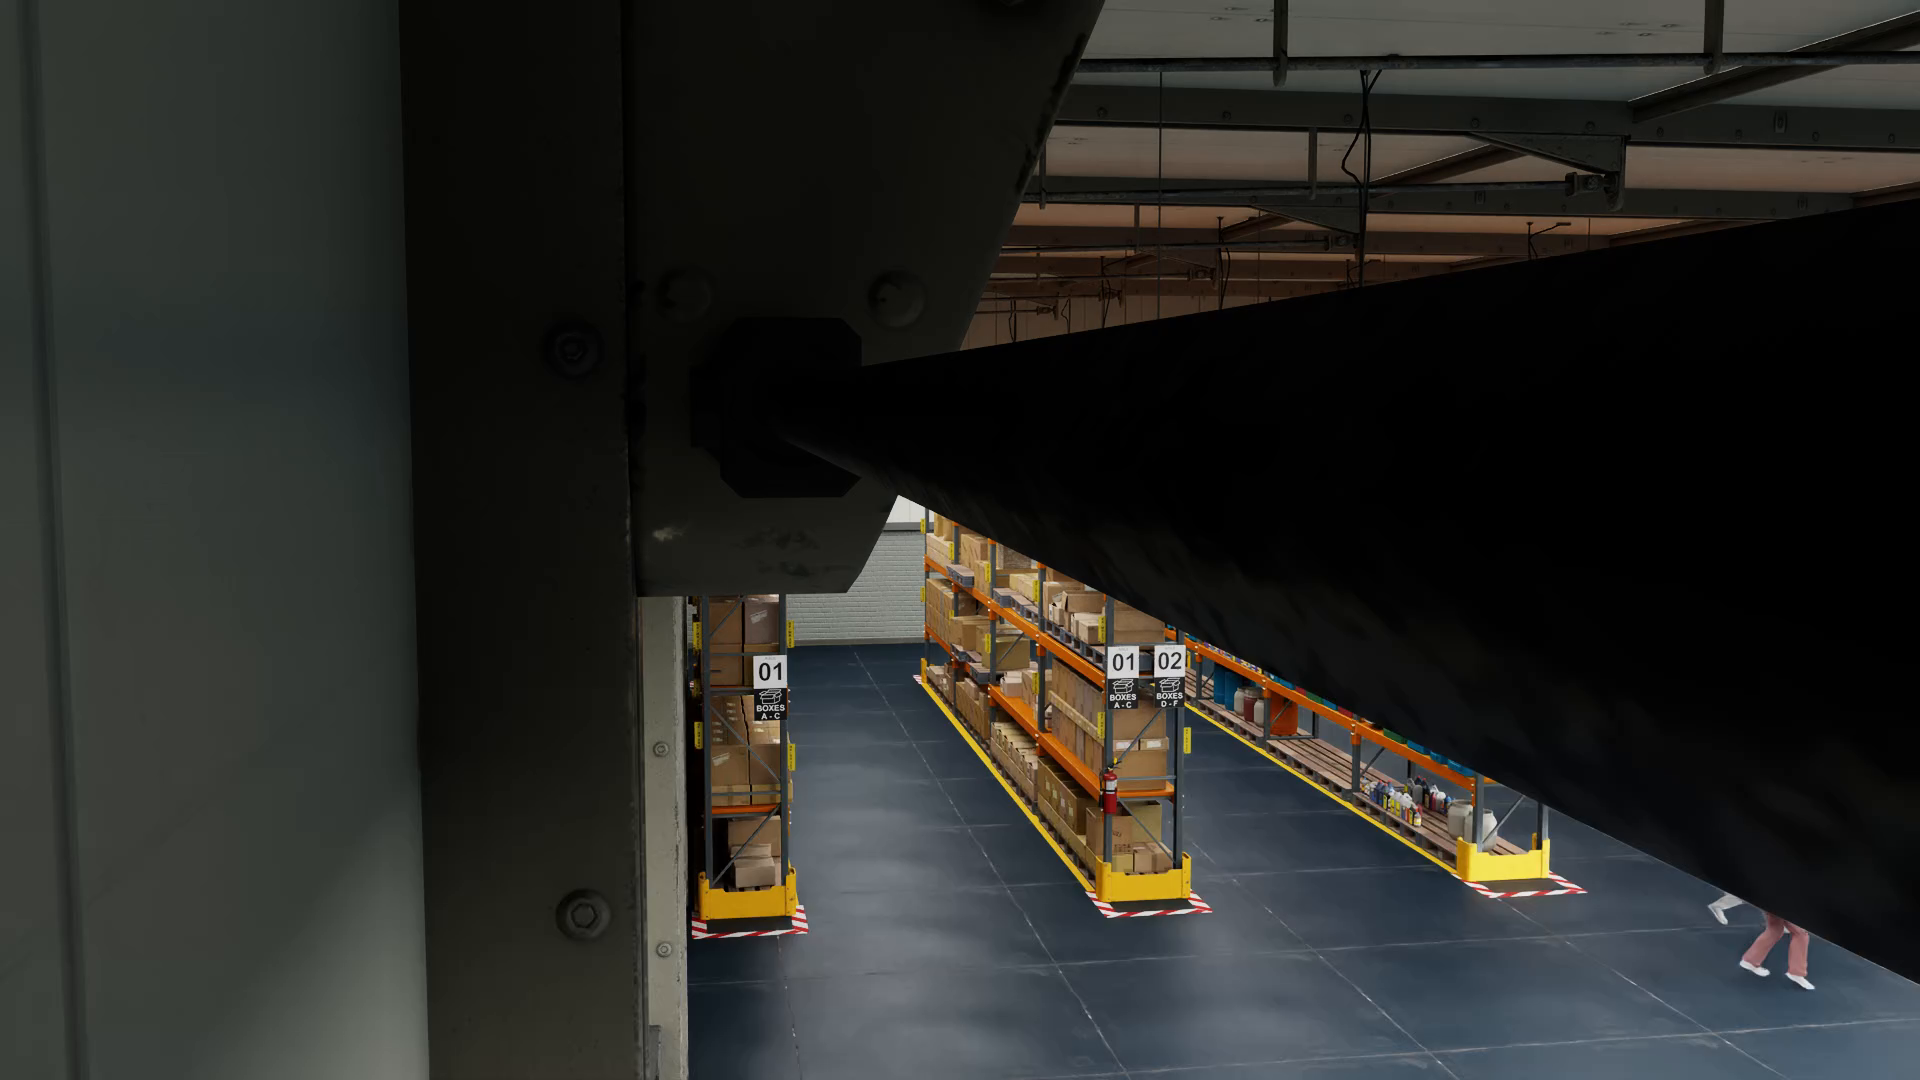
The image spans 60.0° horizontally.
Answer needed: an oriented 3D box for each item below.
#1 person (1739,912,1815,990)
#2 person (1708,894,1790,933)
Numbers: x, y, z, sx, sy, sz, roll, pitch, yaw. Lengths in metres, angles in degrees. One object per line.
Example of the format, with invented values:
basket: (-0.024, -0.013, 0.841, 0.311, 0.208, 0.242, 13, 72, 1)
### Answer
person: (8.779, 3.976, 17.824, 0.729, 1.619, 0.563, 1, 5, 16)
person: (9.322, 3.752, 19.565, 0.920, 1.665, 0.501, 2, 5, 21)
